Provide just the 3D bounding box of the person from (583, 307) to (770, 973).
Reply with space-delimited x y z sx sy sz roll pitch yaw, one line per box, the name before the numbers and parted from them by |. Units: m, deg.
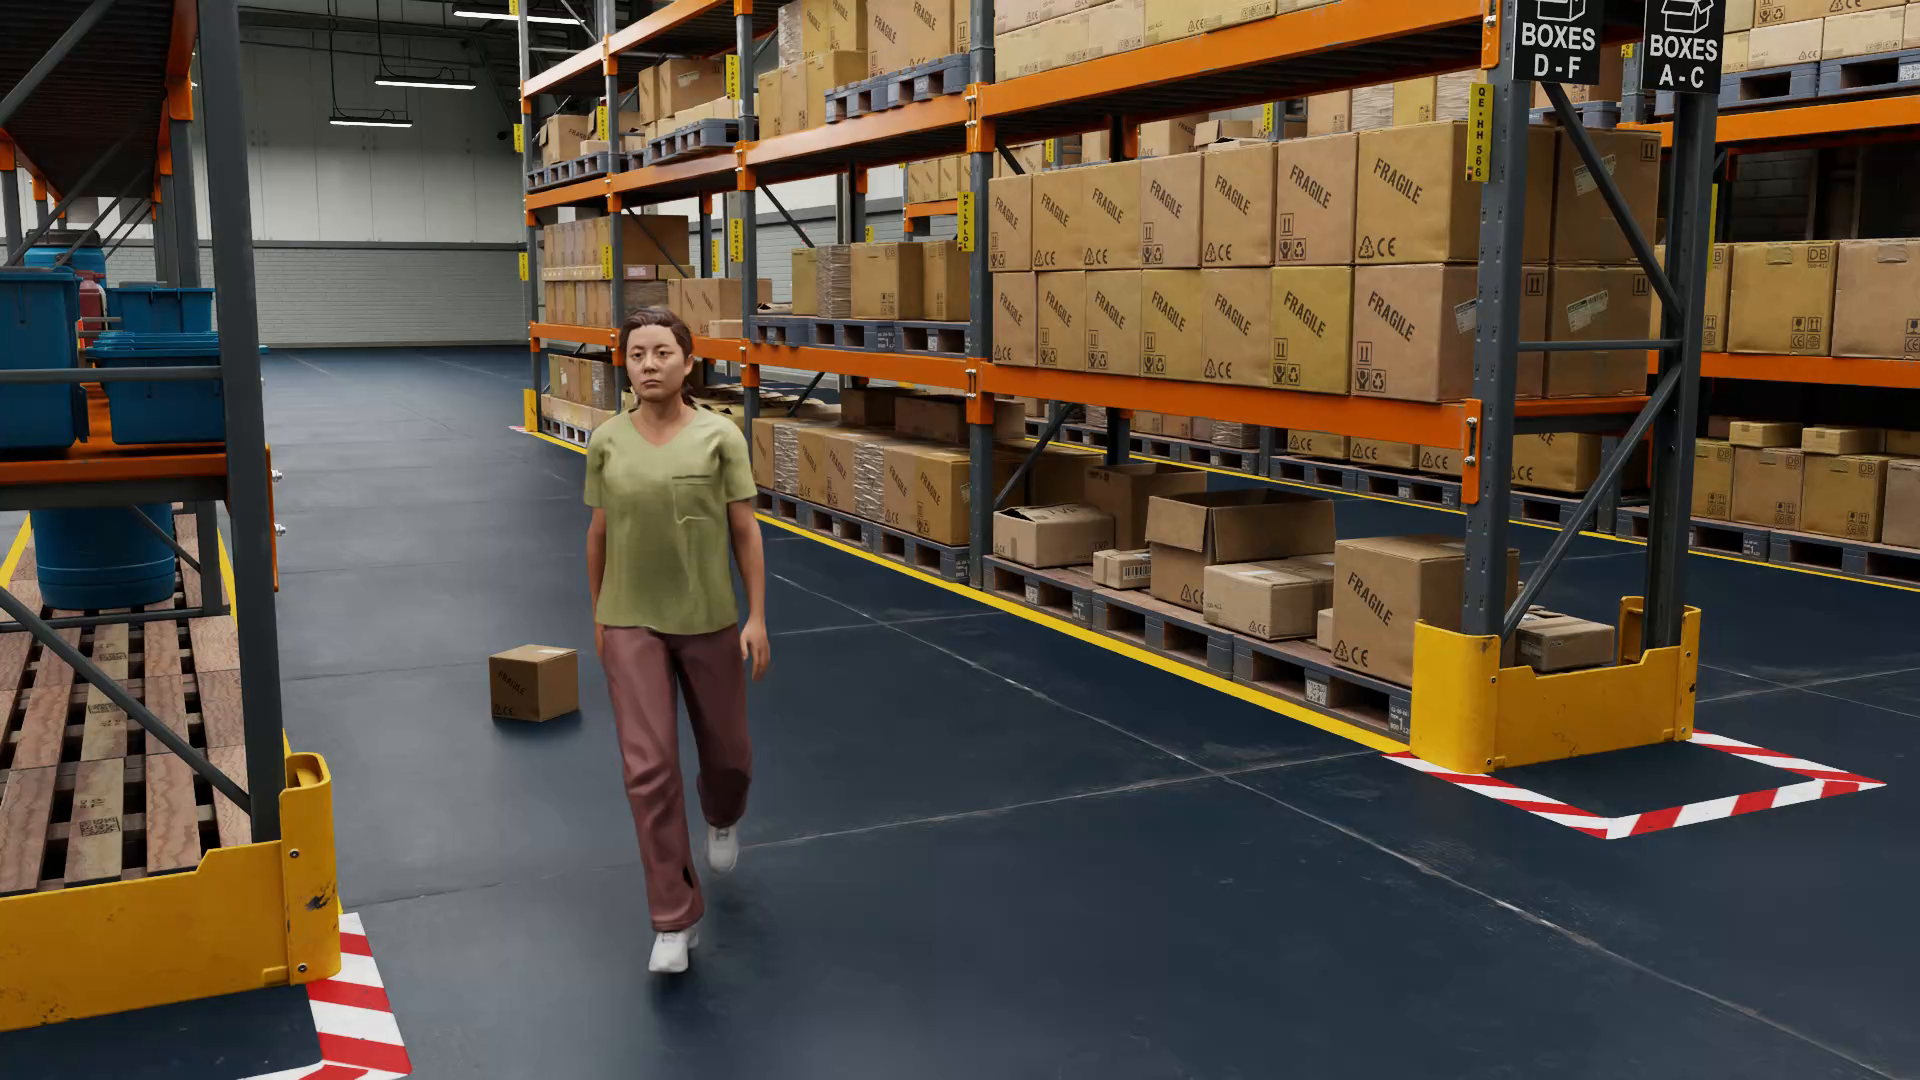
person | -0.737 0.343 4.372 0.474 1.384 0.834 -1 9 -7
